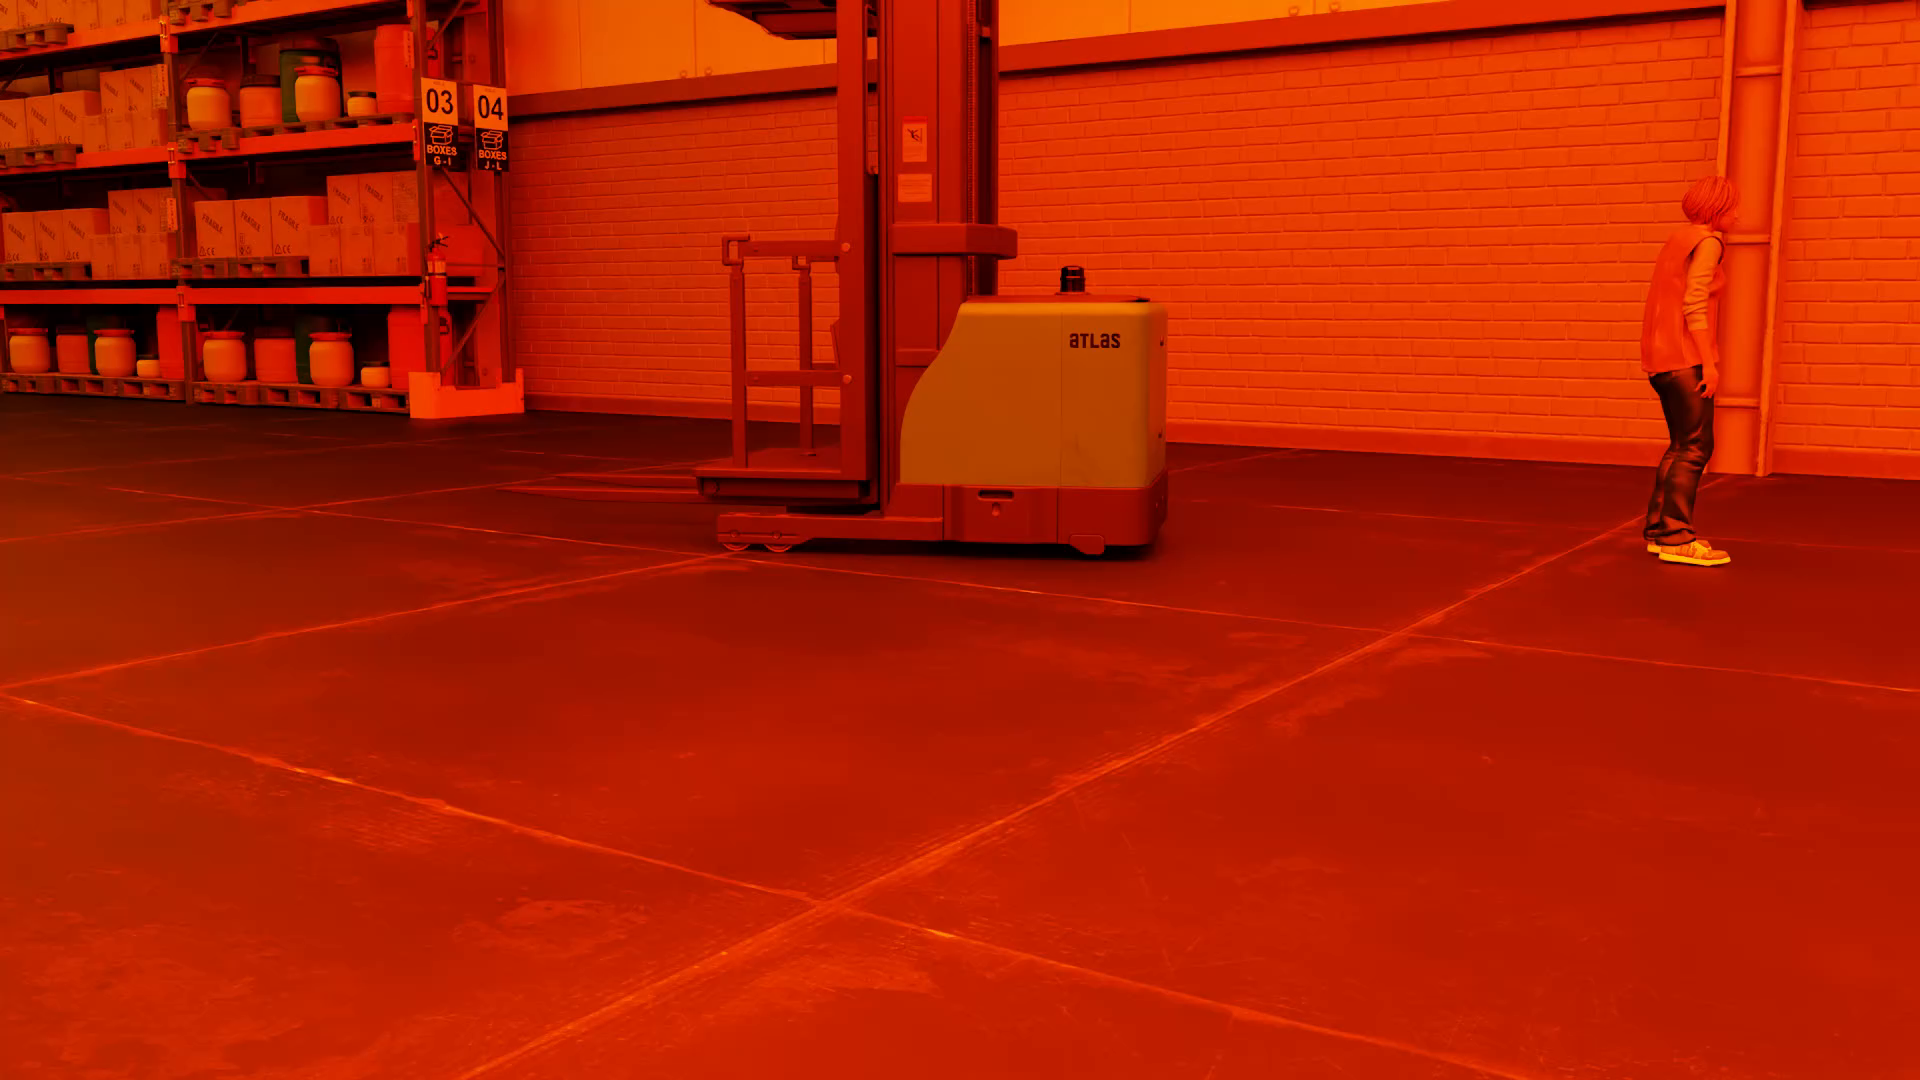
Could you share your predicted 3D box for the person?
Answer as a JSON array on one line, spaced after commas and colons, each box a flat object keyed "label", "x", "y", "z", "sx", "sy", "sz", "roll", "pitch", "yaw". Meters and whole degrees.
[{"label": "person", "x": 3.040, "y": -0.710, "z": 6.947, "sx": 0.346, "sy": 1.592, "sz": 0.480, "roll": 1, "pitch": 8, "yaw": 8}]

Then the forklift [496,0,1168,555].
[{"label": "forklift", "x": -0.596, "y": -1.469, "z": 7.520, "sx": 3.031, "sy": 2.935, "sz": 1.130, "roll": 2, "pitch": 8, "yaw": 12}]
